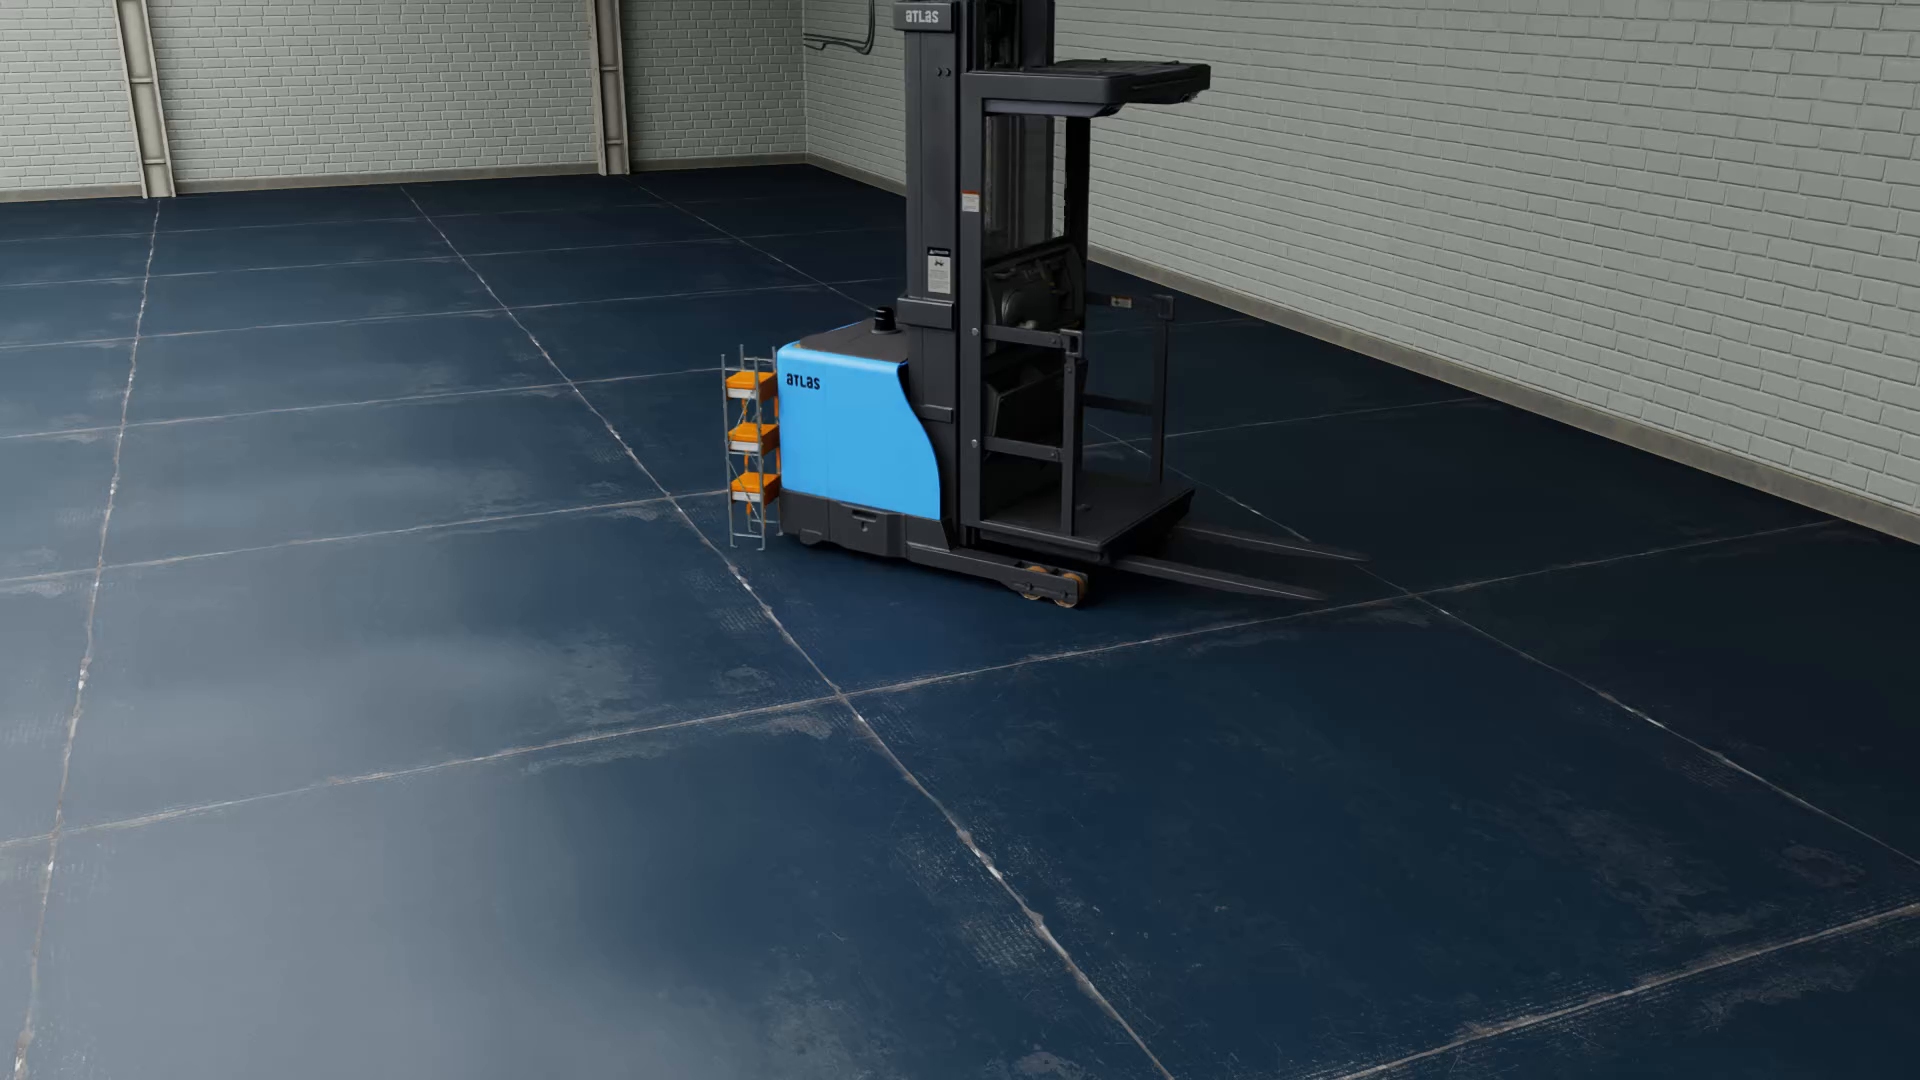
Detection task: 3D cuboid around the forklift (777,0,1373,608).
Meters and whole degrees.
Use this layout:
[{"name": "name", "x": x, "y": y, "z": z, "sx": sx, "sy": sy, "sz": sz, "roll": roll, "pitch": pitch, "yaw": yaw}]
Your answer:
[{"name": "forklift", "x": 0.553, "y": -1.254, "z": 8.170, "sx": 3.031, "sy": 2.935, "sz": 1.130, "roll": 12, "pitch": 22, "yaw": 30}]

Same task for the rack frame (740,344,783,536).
[{"name": "rack frame", "x": -1.067, "y": -0.530, "z": 8.946, "sx": 0.200, "sy": 1.050, "sz": 0.008, "roll": 5, "pitch": 20, "yaw": 15}]

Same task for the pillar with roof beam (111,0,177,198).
[{"name": "pillar with roof beam", "x": -8.817, "y": -7.456, "z": 16.650, "sx": 0.400, "sy": 9.000, "sz": 9.100, "roll": -8, "pitch": 21, "yaw": -22}]

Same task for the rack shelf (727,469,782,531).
[{"name": "rack shelf", "x": -1.100, "y": -0.219, "z": 8.931, "sx": 0.215, "sy": 0.259, "sz": 0.240, "roll": 5, "pitch": 20, "yaw": 15}]

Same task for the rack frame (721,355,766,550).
[{"name": "rack frame", "x": -1.134, "y": -0.452, "z": 8.724, "sx": 0.200, "sy": 1.050, "sz": 0.008, "roll": 5, "pitch": 20, "yaw": 15}]

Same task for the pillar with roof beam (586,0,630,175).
[{"name": "pillar with roof beam", "x": -3.308, "y": -8.246, "z": 18.891, "sx": 0.400, "sy": 9.000, "sz": 9.100, "roll": -8, "pitch": 21, "yaw": -22}]

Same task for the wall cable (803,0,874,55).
[{"name": "wall cable", "x": -1.784, "y": -8.078, "z": 23.091, "sx": 0.112, "sy": 2.526, "sz": 3.097, "roll": -8, "pitch": 21, "yaw": -22}]

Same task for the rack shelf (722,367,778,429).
[{"name": "rack shelf", "x": -1.100, "y": -0.748, "z": 8.744, "sx": 0.215, "sy": 0.259, "sz": 0.240, "roll": 5, "pitch": 20, "yaw": 15}]

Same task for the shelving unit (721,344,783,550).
[{"name": "shelving unit", "x": -1.100, "y": -0.491, "z": 8.835, "sx": 0.215, "sy": 1.050, "sz": 0.252, "roll": 5, "pitch": 20, "yaw": 15}]

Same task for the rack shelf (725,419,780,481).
[{"name": "rack shelf", "x": -1.100, "y": -0.481, "z": 8.838, "sx": 0.215, "sy": 0.259, "sz": 0.240, "roll": 5, "pitch": 20, "yaw": 15}]
